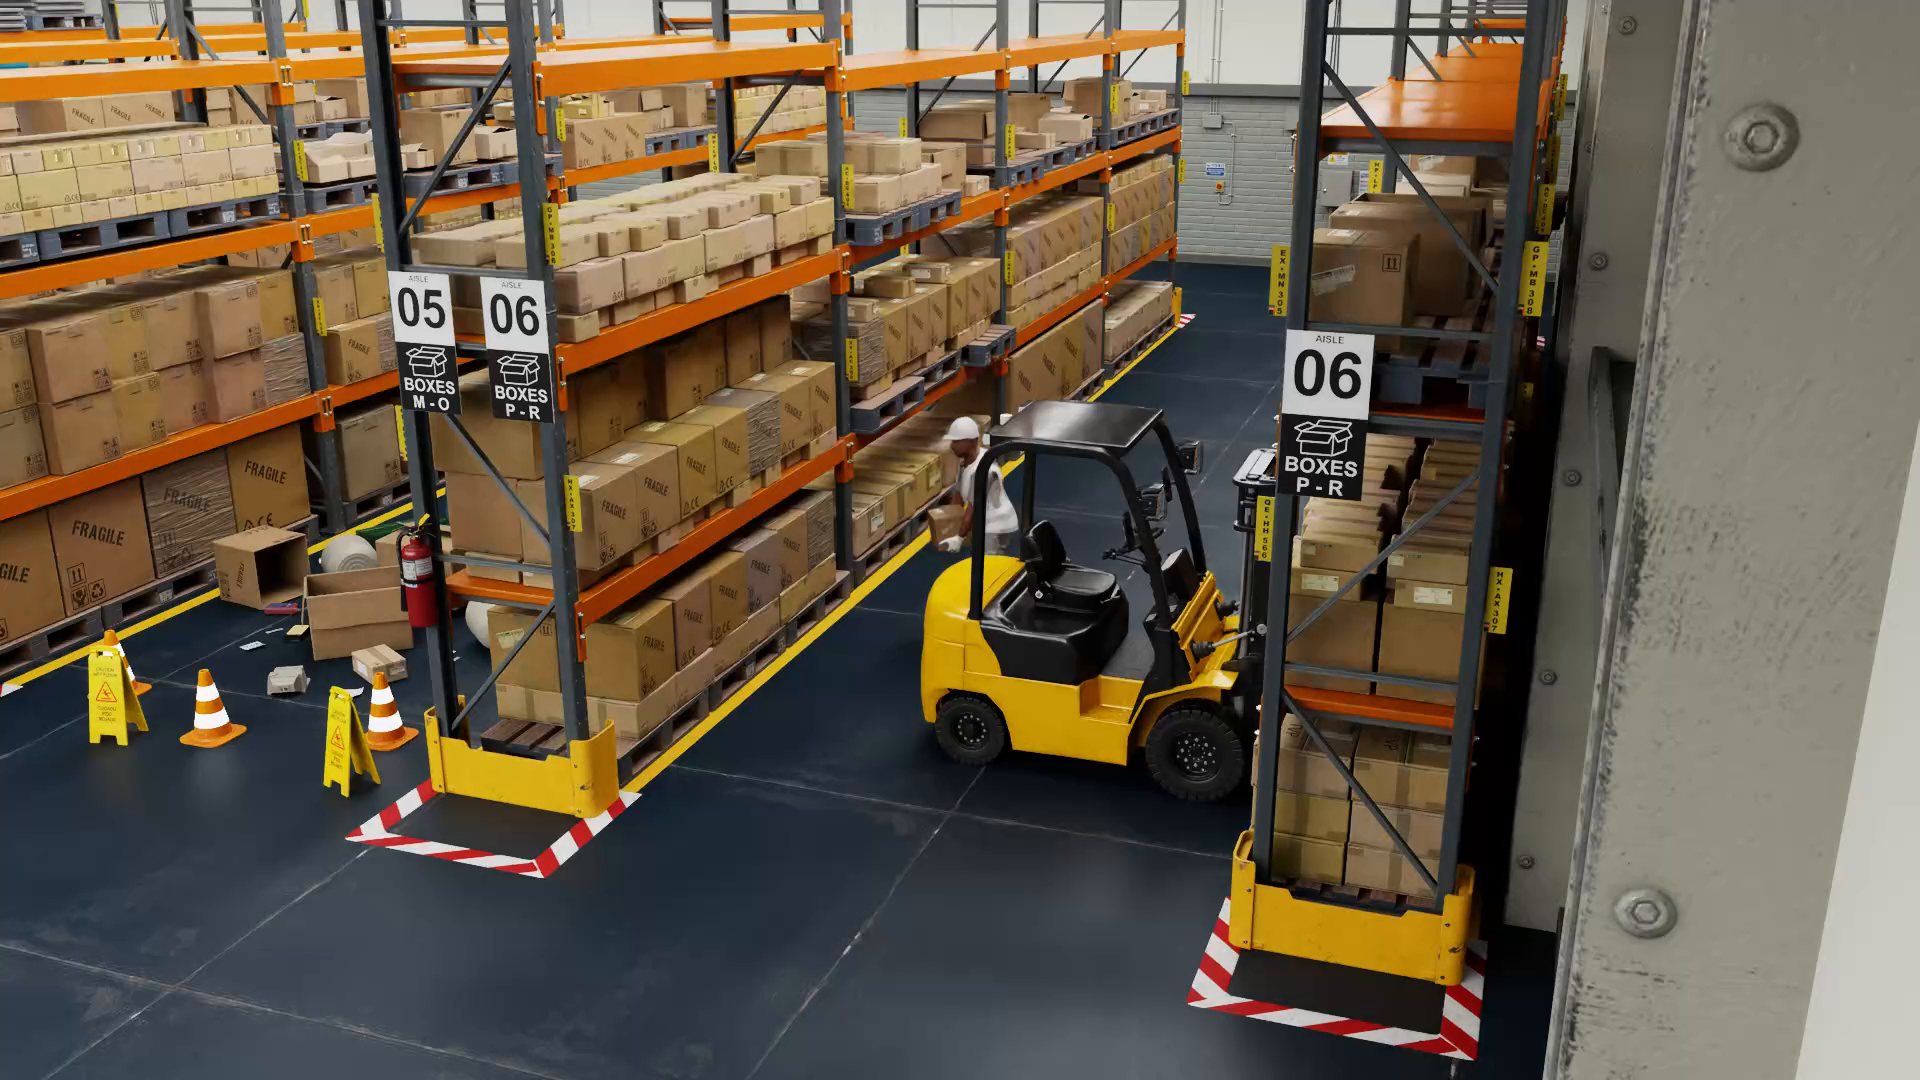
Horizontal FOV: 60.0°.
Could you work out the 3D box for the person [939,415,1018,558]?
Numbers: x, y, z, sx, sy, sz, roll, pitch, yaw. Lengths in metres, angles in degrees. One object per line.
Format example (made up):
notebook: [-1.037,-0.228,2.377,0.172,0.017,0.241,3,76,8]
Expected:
person: [0.118,-0.069,12.268,0.607,1.760,0.487,-4,19,-13]
